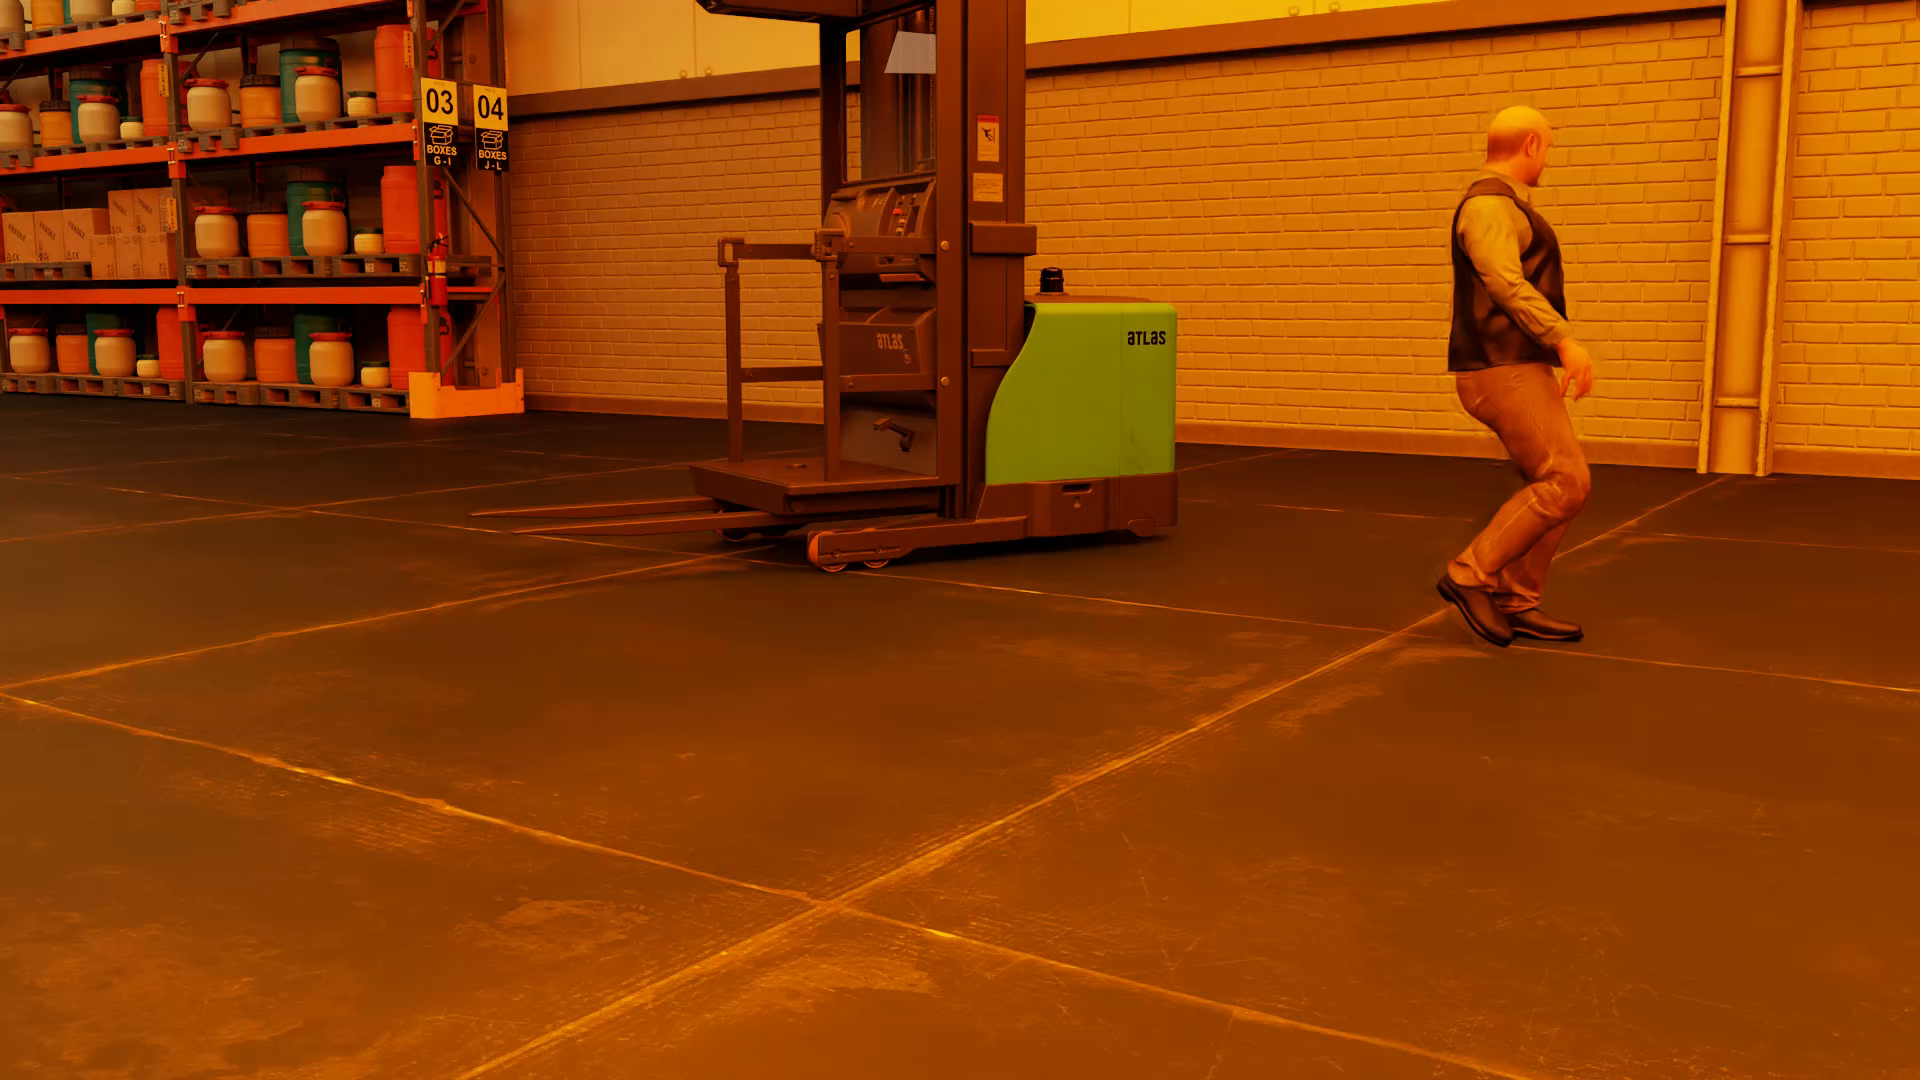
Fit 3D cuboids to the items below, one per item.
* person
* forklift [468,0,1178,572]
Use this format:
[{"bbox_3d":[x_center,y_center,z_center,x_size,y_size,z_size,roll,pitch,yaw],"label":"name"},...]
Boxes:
[{"bbox_3d":[1.808,-0.524,5.325,0.481,1.688,0.760,4,9,28],"label":"person"},{"bbox_3d":[-0.537,-1.406,7.083,3.031,2.935,1.130,-5,9,-30],"label":"forklift"}]
